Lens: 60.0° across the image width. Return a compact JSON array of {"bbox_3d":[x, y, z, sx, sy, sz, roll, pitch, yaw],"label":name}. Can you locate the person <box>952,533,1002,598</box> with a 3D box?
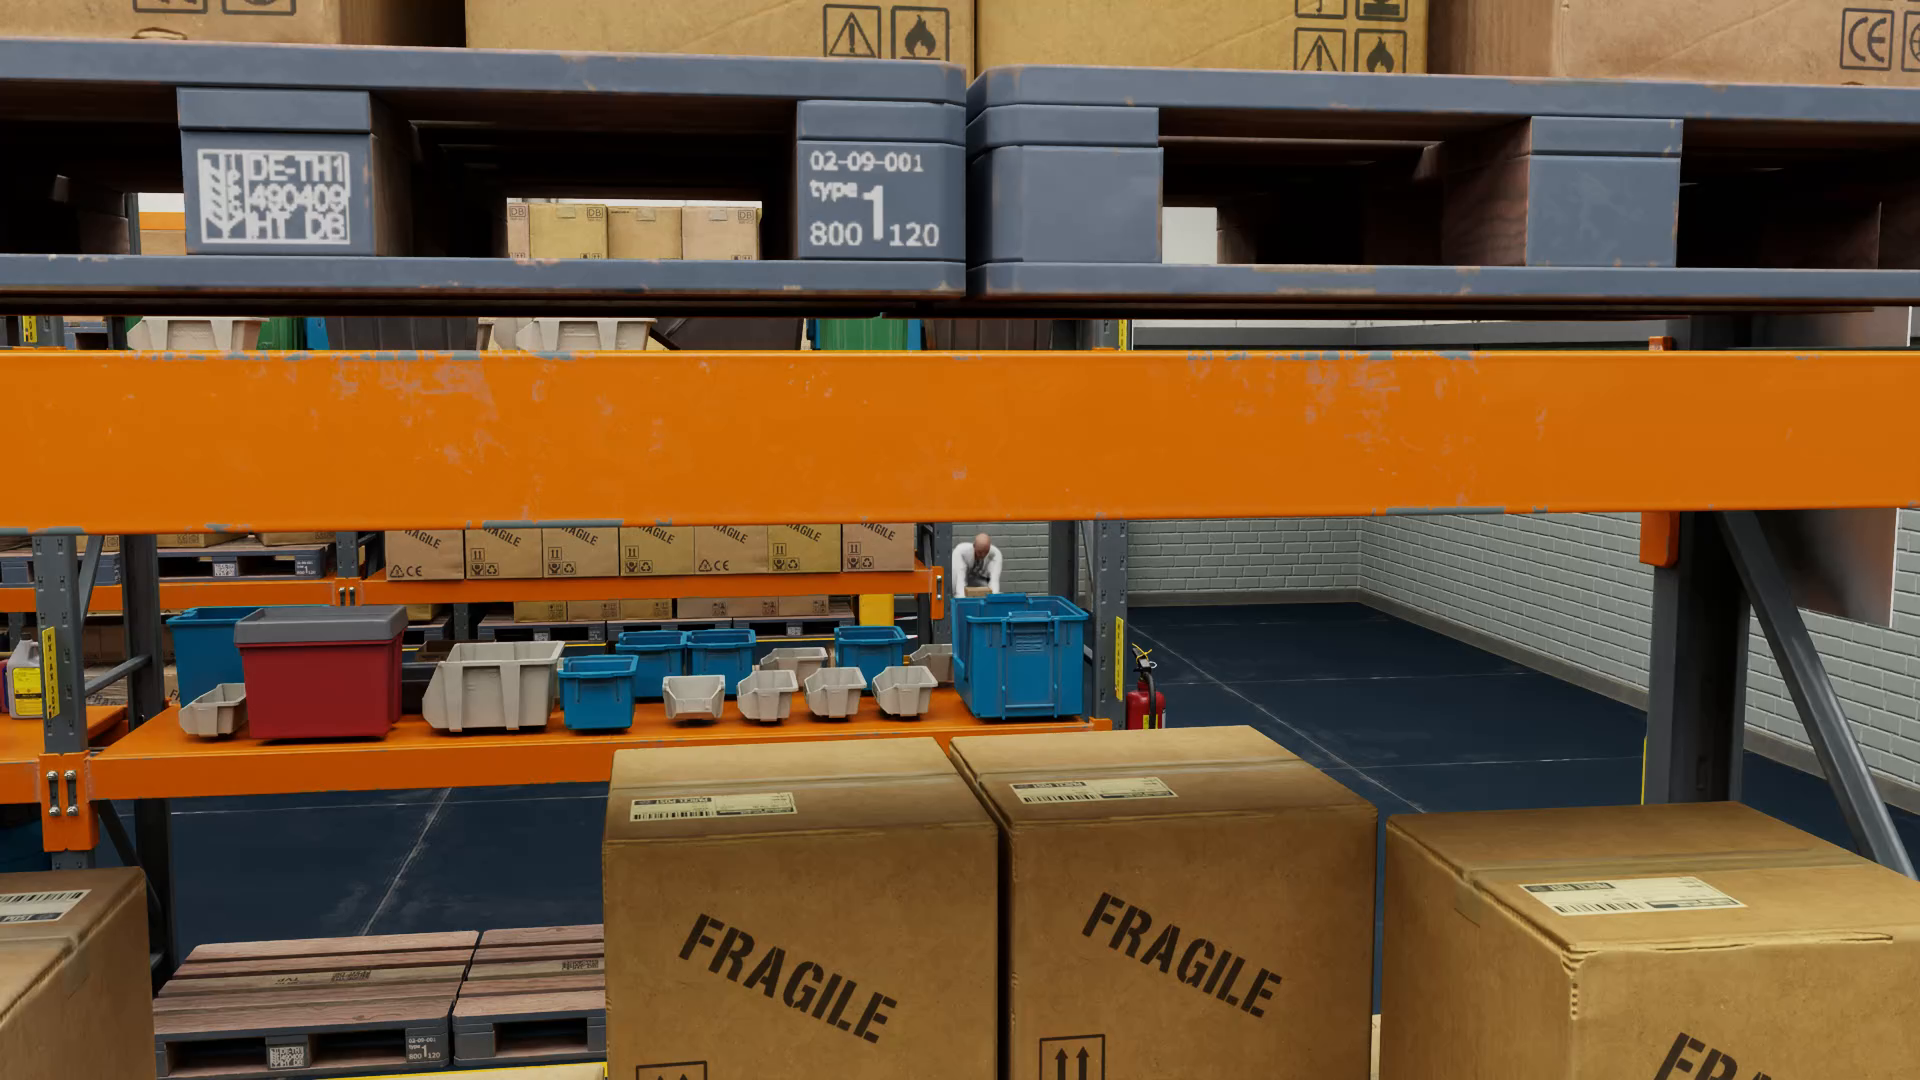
[{"bbox_3d":[0.139,0.414,17.157,0.581,0.988,0.920,-1,6,-10],"label":"person"}]
